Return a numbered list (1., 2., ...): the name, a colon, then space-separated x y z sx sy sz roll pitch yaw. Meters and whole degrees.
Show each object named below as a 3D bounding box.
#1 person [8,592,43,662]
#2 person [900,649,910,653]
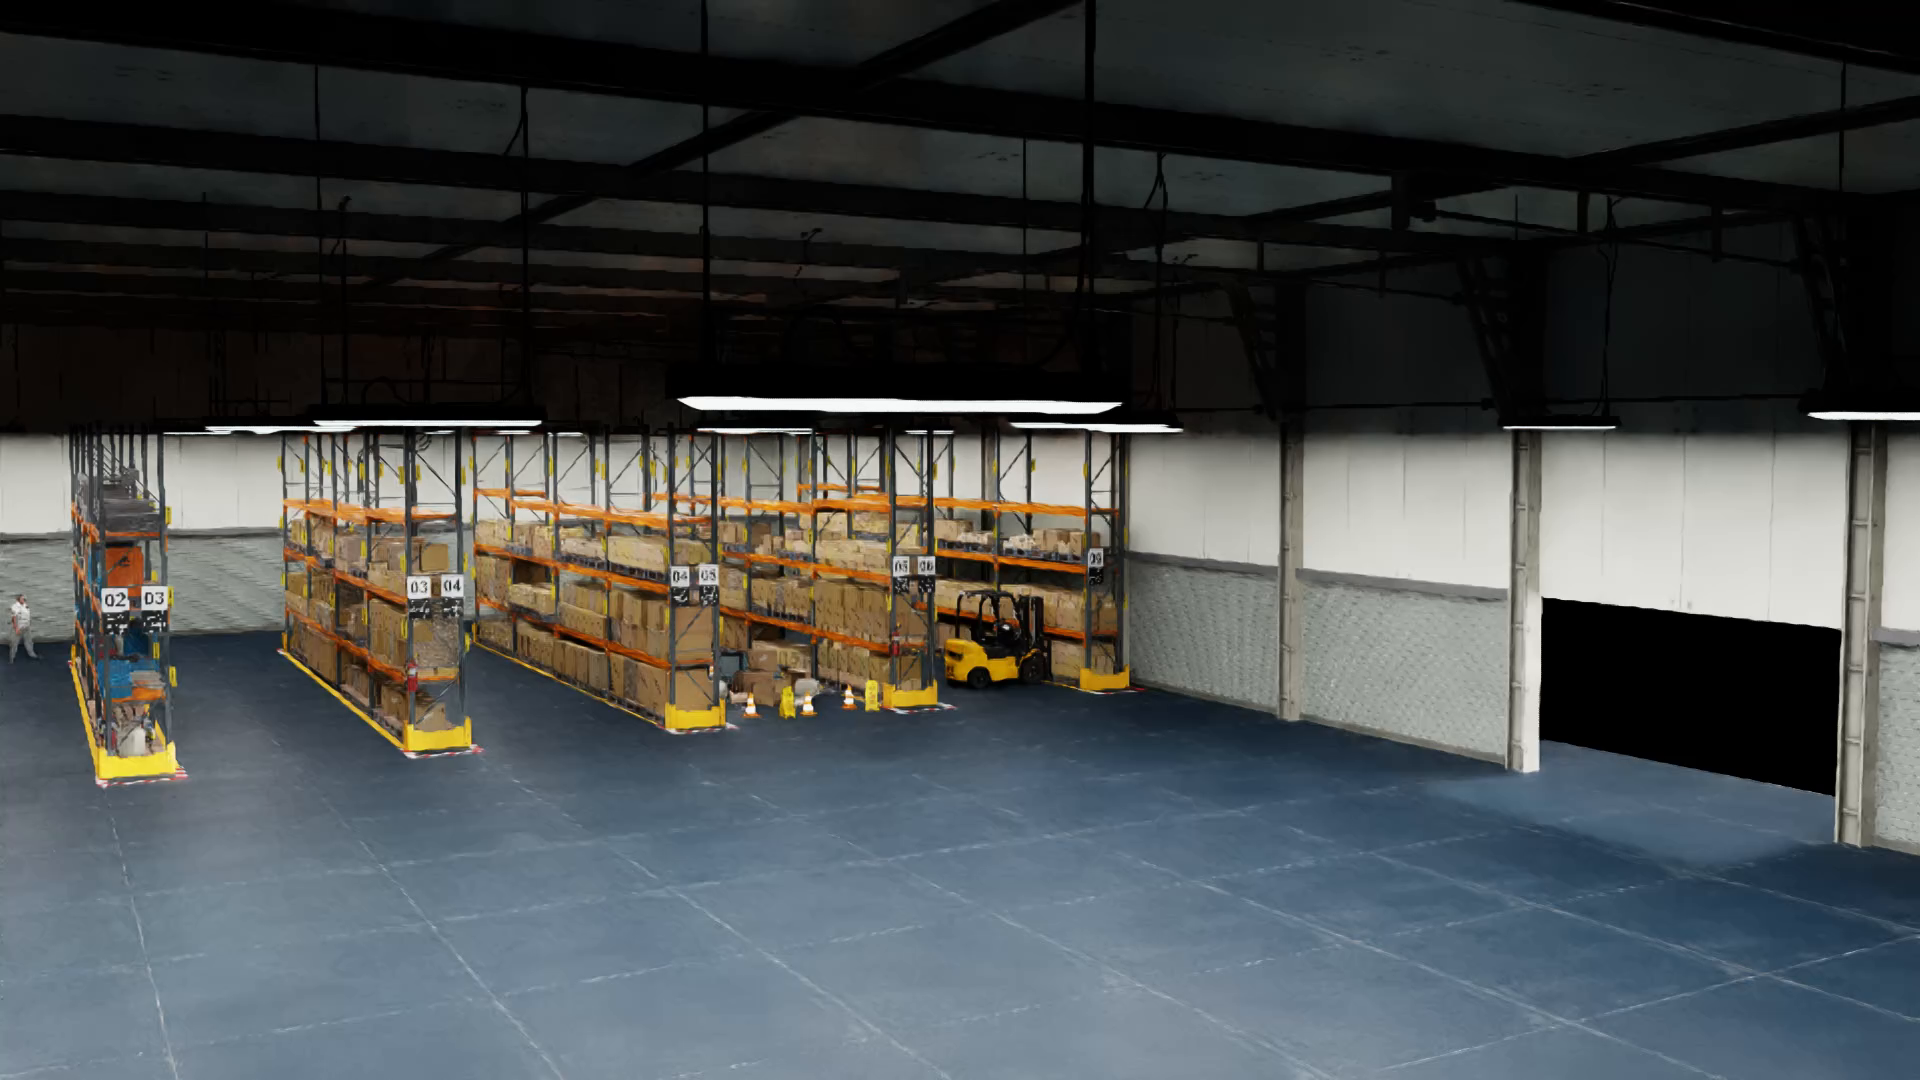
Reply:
1. person: -23.968 2.209 42.506 0.583 1.753 0.769 0 4 7
2. person: -1.370 2.421 39.270 0.576 1.718 0.626 0 4 3
